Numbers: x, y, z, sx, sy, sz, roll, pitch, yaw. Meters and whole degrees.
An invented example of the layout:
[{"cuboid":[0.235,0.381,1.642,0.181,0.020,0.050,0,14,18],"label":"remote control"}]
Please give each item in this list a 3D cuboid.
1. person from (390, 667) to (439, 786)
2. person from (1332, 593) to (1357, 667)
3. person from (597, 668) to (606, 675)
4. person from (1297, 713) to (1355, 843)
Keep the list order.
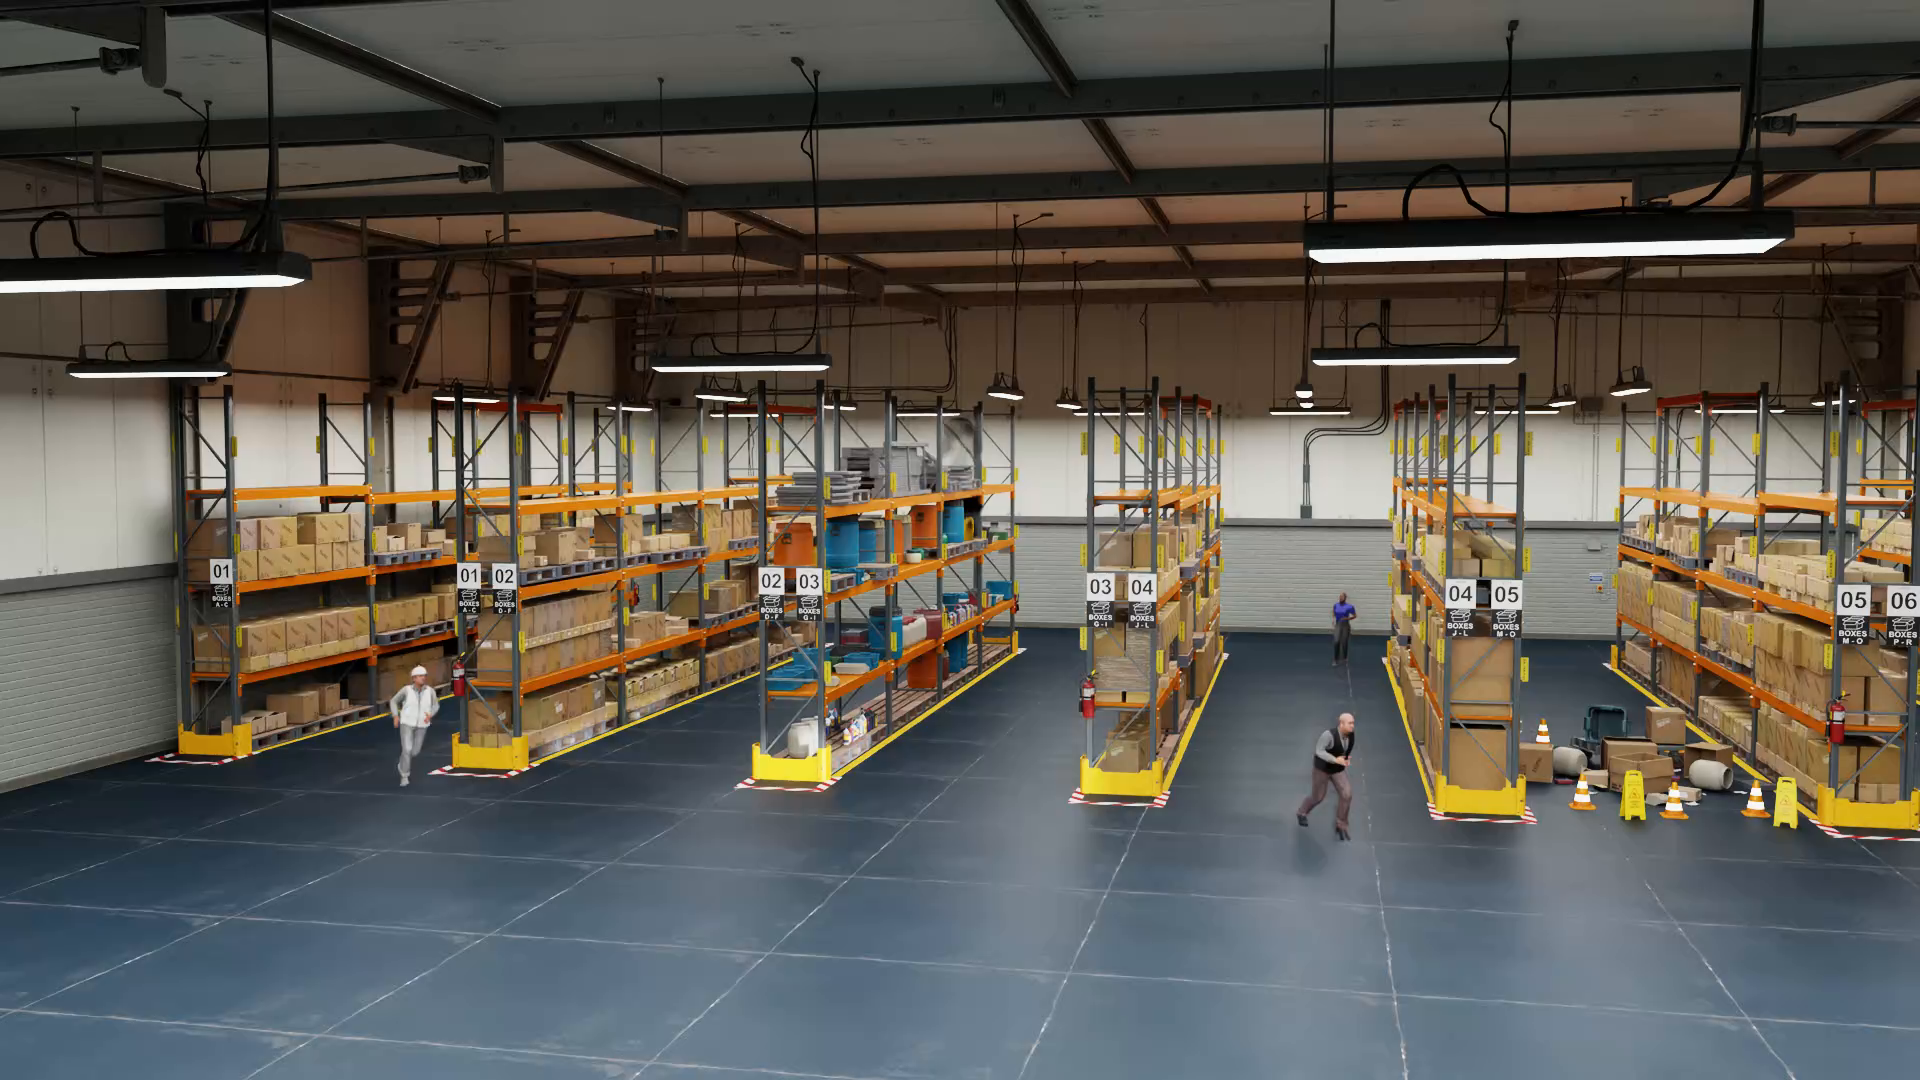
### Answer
[{"cuboid":[-8.169,2.715,24.944,0.704,1.645,0.733,-2,4,-33],"label":"person"},{"cuboid":[8.800,2.057,38.074,0.591,1.705,0.727,2,4,27],"label":"person"},{"cuboid":[-7.708,2.285,35.276,0.601,1.489,0.837,0,3,-5],"label":"person"},{"cuboid":[4.720,3.012,21.413,0.701,1.682,0.991,-2,4,-31],"label":"person"}]
